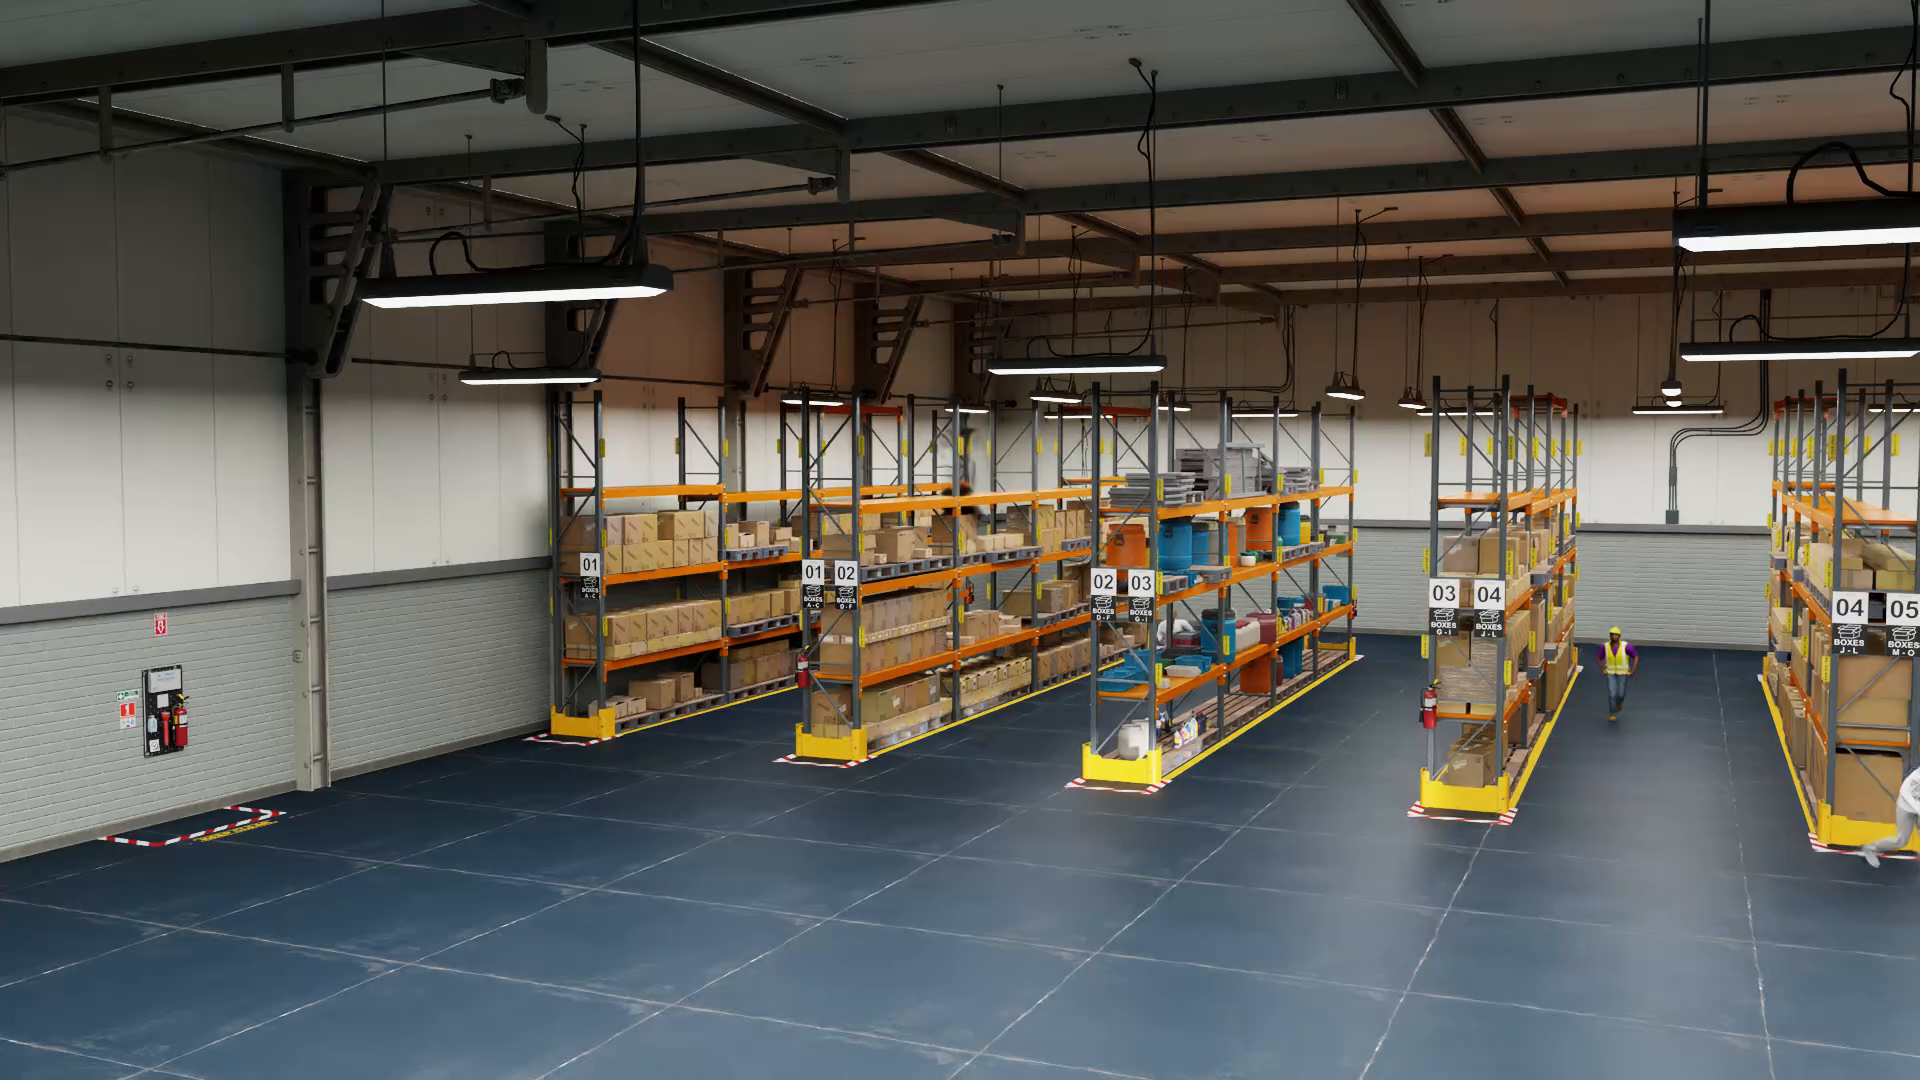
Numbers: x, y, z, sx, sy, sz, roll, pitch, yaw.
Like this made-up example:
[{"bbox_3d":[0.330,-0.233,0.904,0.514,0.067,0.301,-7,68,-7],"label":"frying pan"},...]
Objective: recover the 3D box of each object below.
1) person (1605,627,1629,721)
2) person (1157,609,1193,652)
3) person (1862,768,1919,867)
[{"bbox_3d":[12.078,2.456,30.577,0.434,1.729,0.543,2,4,26],"label":"person"},{"bbox_3d":[4.314,2.192,33.507,0.739,1.655,0.926,2,4,26],"label":"person"},{"bbox_3d":[10.910,3.172,19.171,0.644,1.615,0.958,-2,4,-33],"label":"person"}]
